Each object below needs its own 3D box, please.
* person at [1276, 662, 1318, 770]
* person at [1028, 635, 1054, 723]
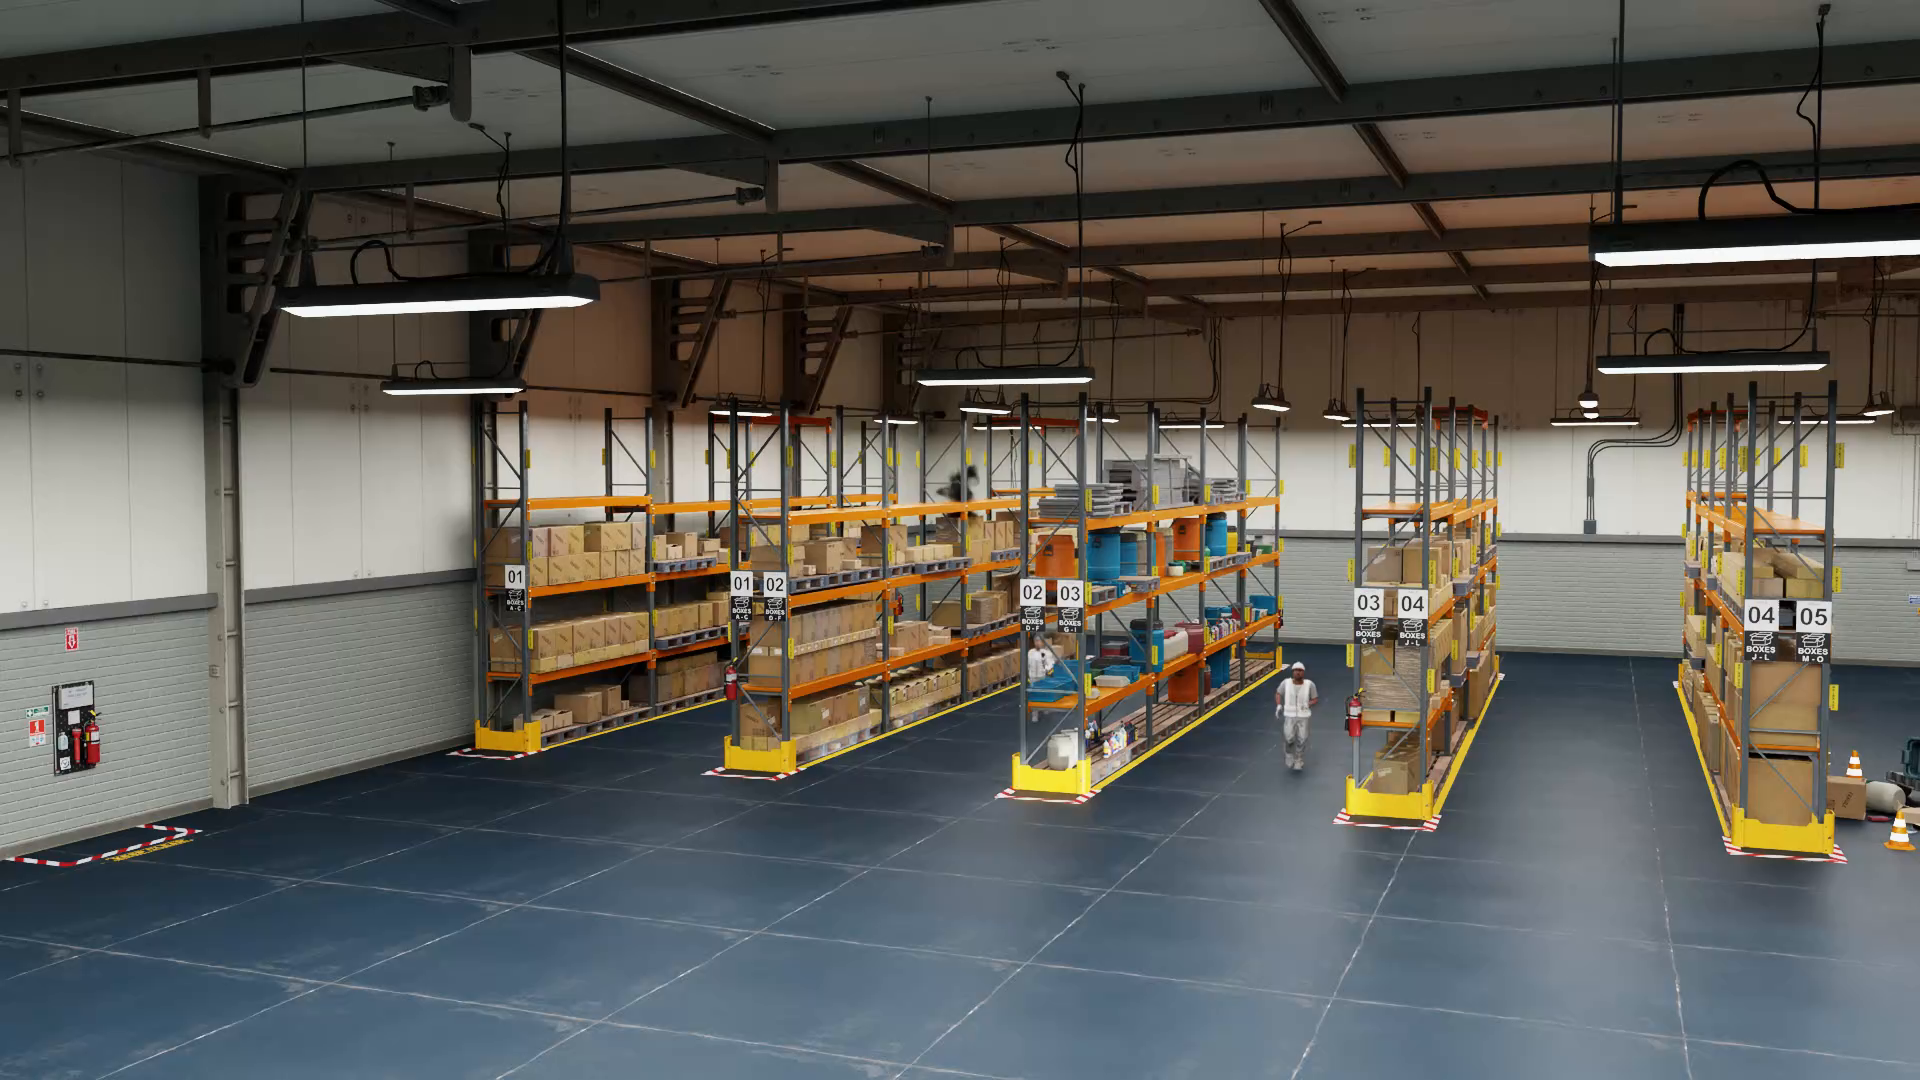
[{"bbox_3d":[5.370,2.824,26.533,0.670,1.737,0.624,1,3,12],"label":"person"},{"bbox_3d":[1.494,2.593,31.769,0.625,1.601,0.735,1,3,14],"label":"person"}]
